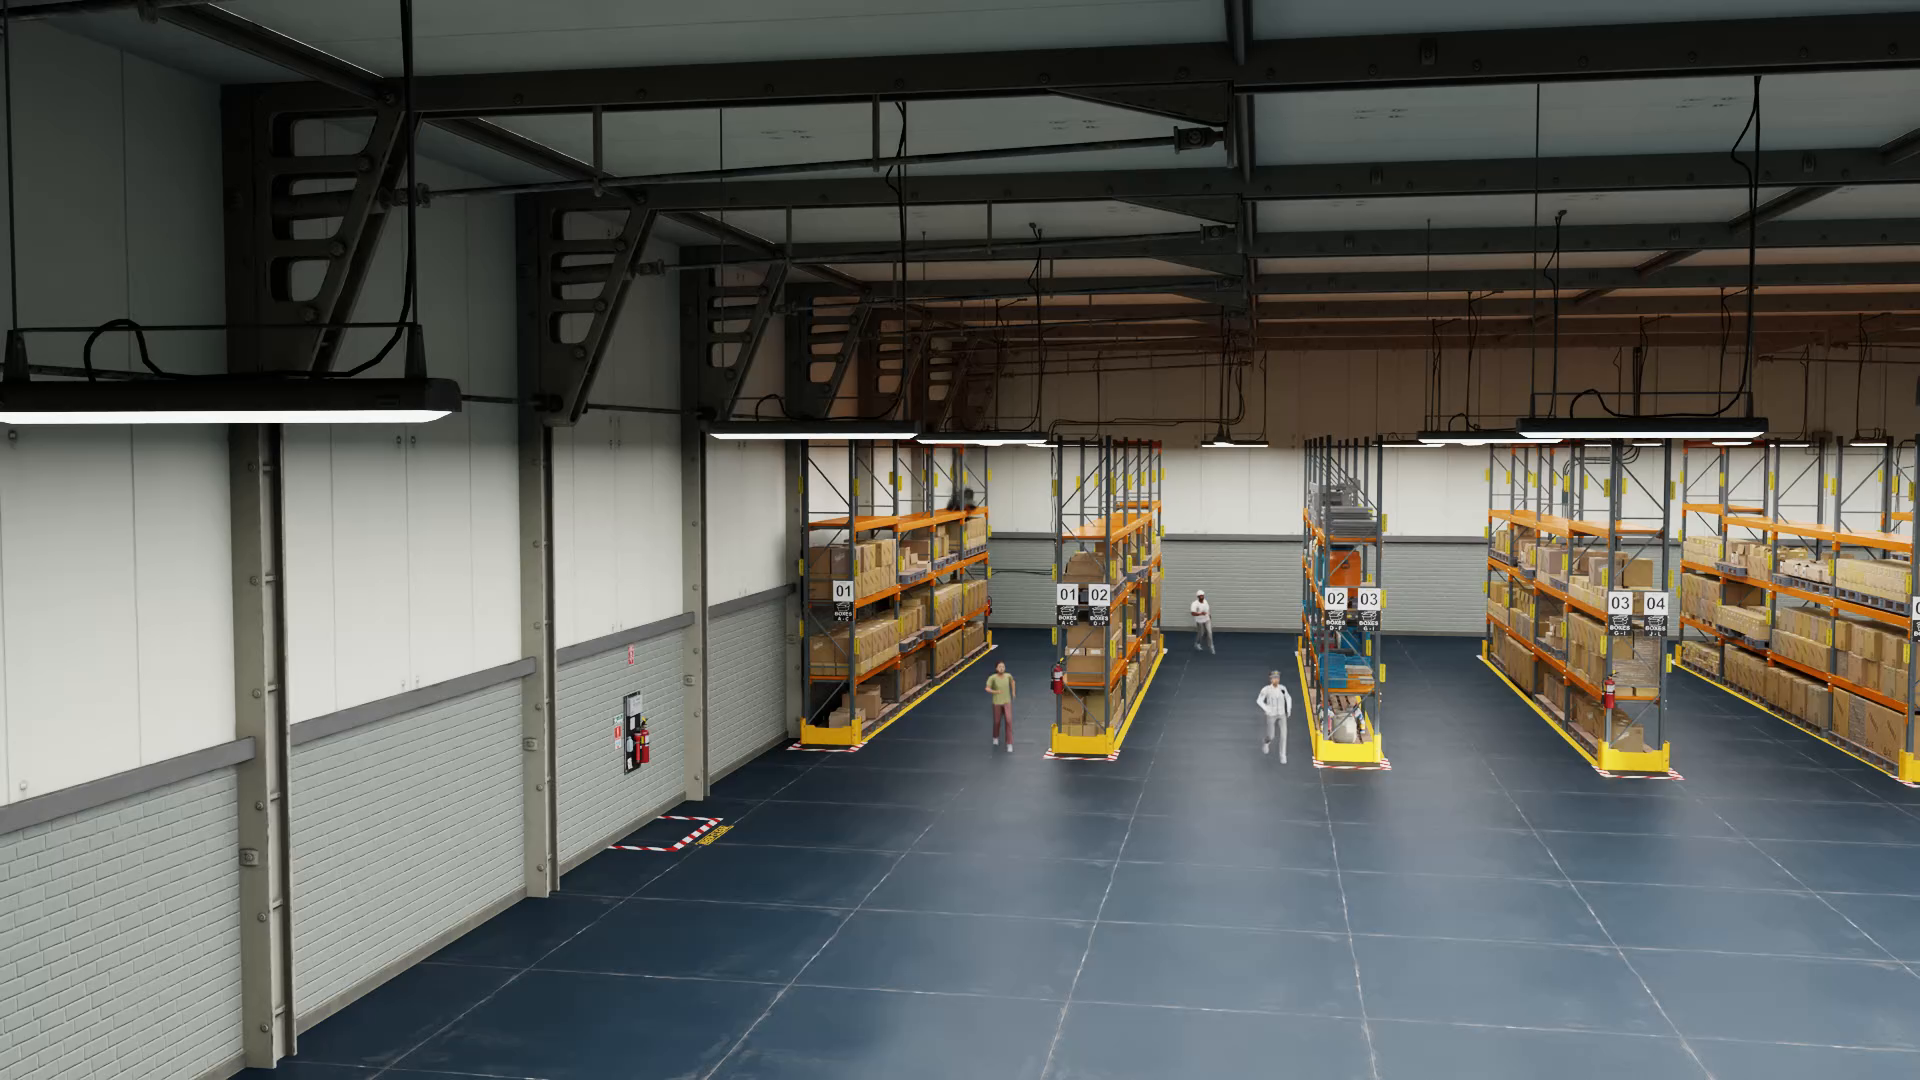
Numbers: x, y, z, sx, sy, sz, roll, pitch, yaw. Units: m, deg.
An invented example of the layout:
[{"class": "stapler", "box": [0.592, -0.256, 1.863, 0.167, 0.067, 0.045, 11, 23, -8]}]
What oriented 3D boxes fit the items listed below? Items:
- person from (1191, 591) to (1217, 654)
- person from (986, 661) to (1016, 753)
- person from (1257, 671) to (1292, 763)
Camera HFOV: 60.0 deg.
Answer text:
[{"class": "person", "box": [6.802, 2.305, 46.939, 0.699, 1.770, 0.886, -1, 3, -25]}, {"class": "person", "box": [0.778, 3.134, 31.819, 0.600, 1.675, 0.872, 0, 3, -8]}, {"class": "person", "box": [5.805, 3.250, 30.697, 0.666, 1.717, 0.694, 0, 3, -7]}]
